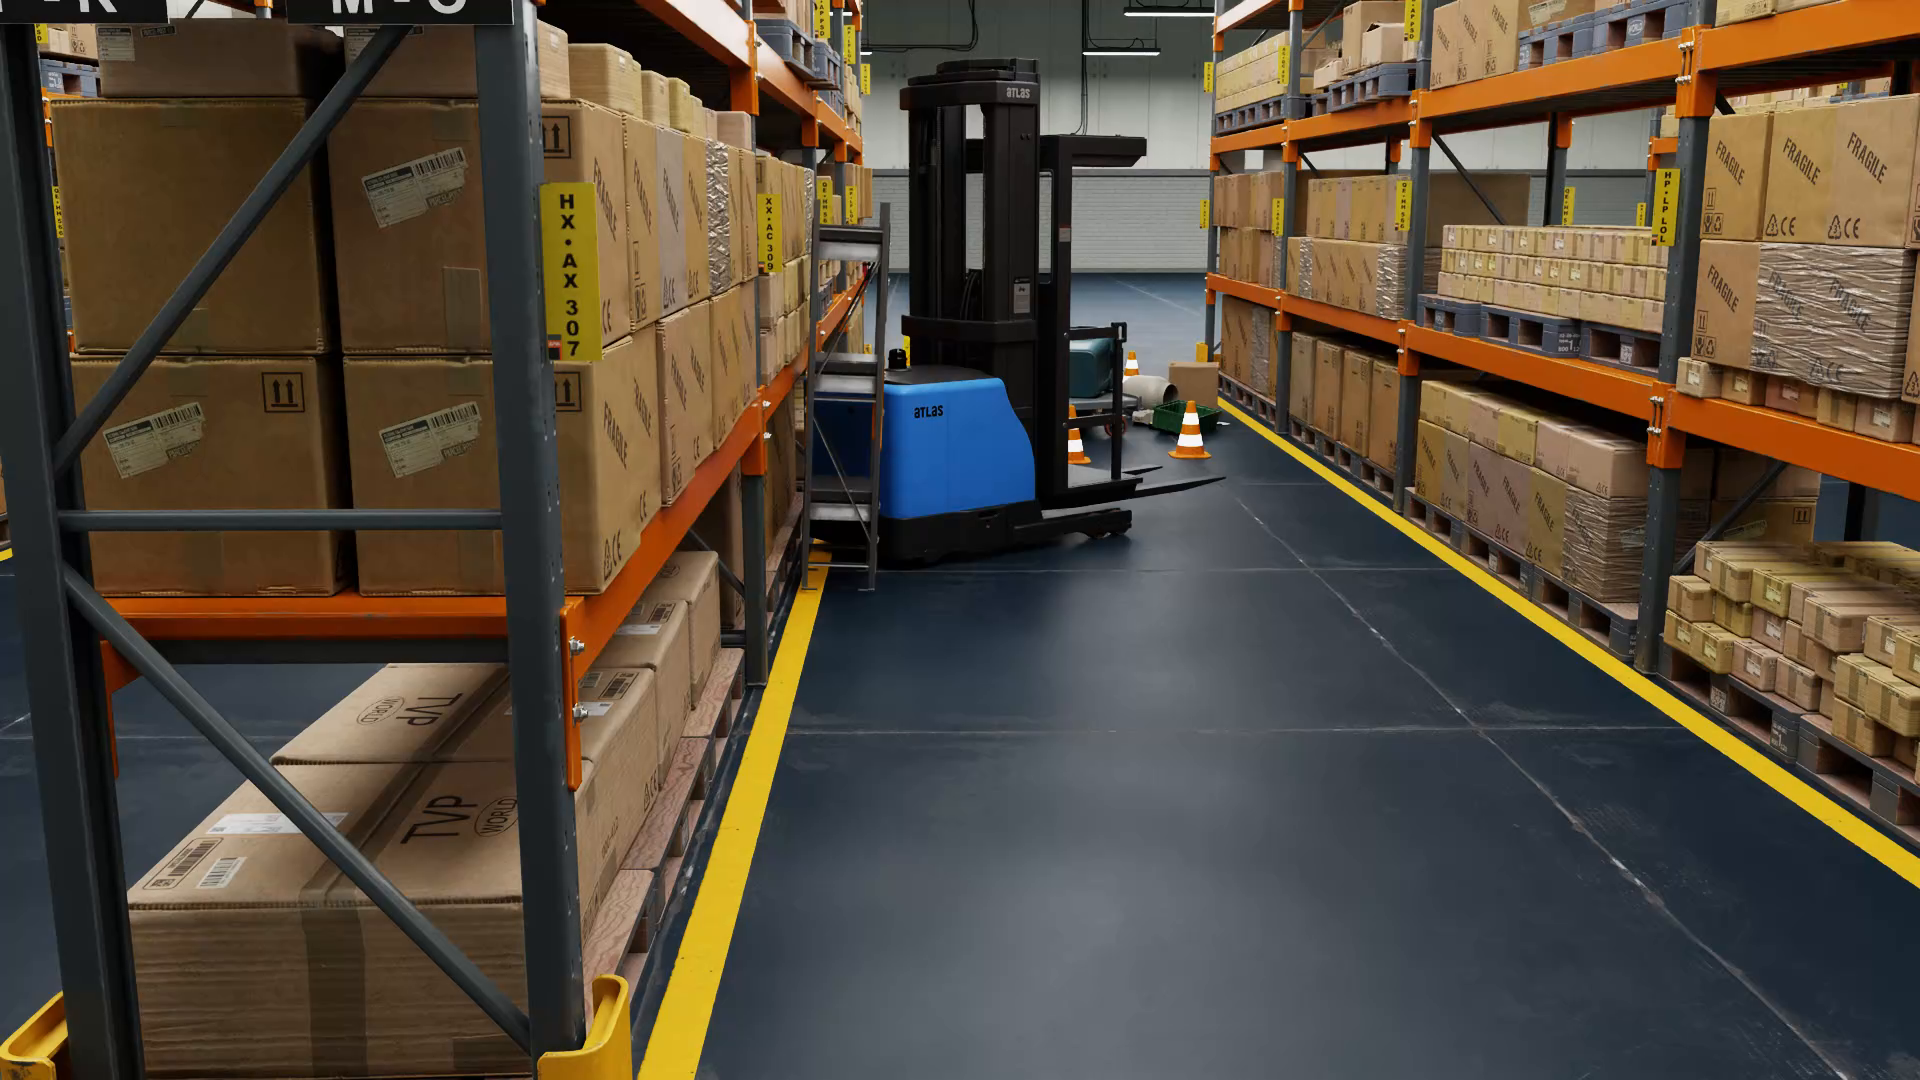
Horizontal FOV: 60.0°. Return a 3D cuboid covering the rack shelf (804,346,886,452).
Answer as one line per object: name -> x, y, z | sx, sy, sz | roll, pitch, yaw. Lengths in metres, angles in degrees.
rack shelf -> -0.639, -0.786, 9.168 | 0.431, 0.518, 0.480 | 2, 11, -5

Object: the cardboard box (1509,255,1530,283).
cardboard box -> 3.345, -1.537, 9.418 | 0.380, 0.149, 0.250 | 0, 11, -2

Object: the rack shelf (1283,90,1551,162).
rack shelf -> 3.466, -3.176, 12.937 | 1.077, 0.370, 4.000 | 0, 11, -1

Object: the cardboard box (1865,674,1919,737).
cardboard box -> 3.320, 0.559, 5.626 | 0.380, 0.149, 0.250 | 0, 11, -1

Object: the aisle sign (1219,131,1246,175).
aisle sign -> 3.041, -4.538, 18.847 | 0.394, 0.787, 0.004 | 0, 11, -1

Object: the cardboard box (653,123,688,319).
cardboard box -> -1.035, -0.871, 4.543 | 0.500, 0.500, 0.500 | 0, 11, -2

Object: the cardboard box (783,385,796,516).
cardboard box -> -1.508, -0.648, 10.495 | 0.875, 0.875, 0.875 | 0, 11, -2

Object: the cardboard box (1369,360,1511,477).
cardboard box -> 3.585, -0.886, 11.984 | 1.050, 0.750, 0.750 | 0, 11, -2

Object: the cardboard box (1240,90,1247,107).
cardboard box -> 3.061, -4.482, 16.889 | 0.380, 0.149, 0.250 | 0, 11, -1

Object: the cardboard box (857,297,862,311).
cardboard box -> -1.252, -2.524, 17.798 | 0.380, 0.149, 0.250 | 0, 11, 0

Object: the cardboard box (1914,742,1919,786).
cardboard box -> 3.356, 0.759, 5.387 | 0.380, 0.149, 0.250 | 0, 11, 0

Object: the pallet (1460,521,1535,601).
pallet -> 3.545, 0.103, 9.523 | 1.003, 0.211, 1.213 | 0, 11, -1

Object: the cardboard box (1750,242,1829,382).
cardboard box -> 3.366, -0.863, 6.270 | 0.500, 0.500, 0.500 | 0, 11, -1

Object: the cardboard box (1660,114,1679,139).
cardboard box -> 8.055, -4.552, 18.283 | 0.500, 0.250, 0.500 | 0, 11, 1

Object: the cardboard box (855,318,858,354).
cardboard box -> -1.296, -1.970, 16.697 | 0.500, 0.500, 0.500 | 0, 11, 2

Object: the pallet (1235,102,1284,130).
pallet -> 3.396, -4.288, 16.828 | 1.003, 0.211, 1.213 | 0, 11, -1

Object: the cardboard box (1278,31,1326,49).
cardboard box -> 3.099, -4.520, 15.071 | 0.380, 0.149, 0.250 | 0, 11, -2

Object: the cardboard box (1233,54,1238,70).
cardboard box -> 3.051, -4.974, 17.308 | 0.380, 0.149, 0.250 | 0, 11, -2

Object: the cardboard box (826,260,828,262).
cardboard box -> -1.253, -2.321, 12.399 | 0.500, 0.500, 0.500 | 0, 11, 0

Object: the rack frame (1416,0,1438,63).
rack frame -> 3.508, -4.601, 10.607 | 1.000, 3.000, 0.127 | 0, 11, -1

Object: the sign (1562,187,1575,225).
sign -> 4.050, -2.194, 11.117 | 0.100, 0.325, 0.005 | 0, 11, -1

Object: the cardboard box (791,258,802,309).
cardboard box -> -1.119, -1.390, 8.988 | 0.500, 0.250, 0.500 | -1, 11, -3

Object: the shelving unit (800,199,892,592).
shelving unit -> -0.638, -0.800, 9.165 | 0.431, 2.100, 0.503 | 2, 11, -5

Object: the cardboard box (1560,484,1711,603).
cardboard box -> 3.323, 0.007, 8.211 | 0.500, 0.500, 0.500 | 0, 11, -2

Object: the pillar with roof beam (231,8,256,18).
pillar with roof beam -> -3.150, -6.006, 17.529 | 9.100, 9.000, 0.400 | 0, 11, -1

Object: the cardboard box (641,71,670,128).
cardboard box -> -1.016, -1.217, 4.617 | 0.380, 0.149, 0.250 | 0, 11, -1

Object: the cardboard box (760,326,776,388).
cardboard box -> -1.102, -0.841, 7.536 | 0.500, 0.250, 0.500 | -1, 11, -2

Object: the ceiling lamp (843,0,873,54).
ceiling lamp -> -3.245, -14.064, 42.566 | 2.000, 3.185, 0.800 | 0, 11, -1

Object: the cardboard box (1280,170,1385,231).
cardboard box -> 3.452, -3.133, 15.363 | 0.875, 0.550, 0.550 | 0, 11, -1

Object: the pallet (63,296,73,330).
pallet -> -6.318, -1.371, 10.257 | 1.213, 0.211, 1.003 | 0, 11, -1

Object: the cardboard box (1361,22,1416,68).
cardboard box -> 3.186, -3.549, 11.881 | 0.500, 0.311, 0.500 | 0, 11, -1

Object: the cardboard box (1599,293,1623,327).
cardboard box -> 3.375, -1.128, 8.151 | 0.380, 0.149, 0.250 | 0, 11, -1

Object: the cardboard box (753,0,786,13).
cardboard box -> -1.033, -2.640, 8.015 | 0.380, 0.166, 0.250 | -1, 12, -5

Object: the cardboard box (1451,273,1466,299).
cardboard box -> 3.321, -1.601, 10.482 | 0.380, 0.149, 0.250 | 0, 11, 2

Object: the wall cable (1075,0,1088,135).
wall cable -> 2.679, -14.245, 49.589 | 2.305, 6.003, 0.169 | 0, 11, -1

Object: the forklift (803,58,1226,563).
forklift -> 0.482, -1.516, 10.660 | 3.031, 2.935, 1.130 | -9, 15, -39

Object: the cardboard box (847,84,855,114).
cardboard box -> -1.275, -4.249, 16.044 | 0.500, 0.250, 0.500 | 0, 11, -1

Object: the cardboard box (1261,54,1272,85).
cardboard box -> 3.148, -4.451, 15.731 | 0.500, 0.250, 0.500 | 0, 11, -1

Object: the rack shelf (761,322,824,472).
rack shelf -> -1.398, -0.871, 9.116 | 1.077, 0.370, 4.000 | 0, 11, -1

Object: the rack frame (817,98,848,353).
rack frame -> -1.522, -2.416, 14.924 | 1.000, 3.000, 0.127 | 0, 11, -1

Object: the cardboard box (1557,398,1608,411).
cardboard box -> 3.800, -0.673, 9.678 | 0.500, 0.250, 0.500 | 0, 11, 0

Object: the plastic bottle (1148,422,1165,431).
plastic bottle -> 1.910, -1.065, 15.655 | 0.133, 0.061, 0.283 | -7, 13, -30

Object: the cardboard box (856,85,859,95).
cardboard box -> -1.302, -4.883, 18.165 | 0.380, 0.149, 0.250 | 0, 11, -1

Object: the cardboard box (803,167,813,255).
cardboard box -> -1.148, -1.956, 9.891 | 0.500, 0.500, 0.500 | 0, 11, 0

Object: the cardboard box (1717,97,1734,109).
cardboard box -> 8.071, -4.529, 17.171 | 0.380, 0.149, 0.250 | -1, 11, -4

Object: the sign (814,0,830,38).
sign -> -0.884, -3.384, 10.650 | 0.100, 0.325, 0.005 | 0, 11, -1

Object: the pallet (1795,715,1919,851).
pallet -> 3.668, 0.877, 5.706 | 1.003, 0.211, 1.213 | 0, 11, -1

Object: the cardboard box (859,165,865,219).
cardboard box -> -1.286, -3.391, 16.214 | 0.700, 0.500, 0.500 | 0, 11, -2

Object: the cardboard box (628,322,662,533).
cardboard box -> -1.035, -0.277, 4.127 | 0.500, 0.500, 0.500 | 0, 11, -2

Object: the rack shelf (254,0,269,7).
rack shelf -> -6.443, -4.389, 12.375 | 1.077, 0.370, 4.000 | 0, 11, -1

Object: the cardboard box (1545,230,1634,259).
cardboard box -> 3.361, -1.579, 8.875 | 0.380, 0.149, 0.250 | -1, 11, -4

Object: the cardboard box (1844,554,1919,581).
cardboard box -> 3.903, 0.154, 6.874 | 0.380, 0.149, 0.250 | 0, 11, 0

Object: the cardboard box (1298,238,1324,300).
cardboard box -> 3.178, -2.299, 14.098 | 0.500, 0.500, 0.500 | 0, 11, -1

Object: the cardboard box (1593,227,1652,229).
cardboard box -> 3.994, -1.785, 9.892 | 0.380, 0.149, 0.250 | 0, 11, 1

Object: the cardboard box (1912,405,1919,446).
cardboard box -> 3.397, -0.371, 5.474 | 0.380, 0.149, 0.250 | 0, 11, 1
